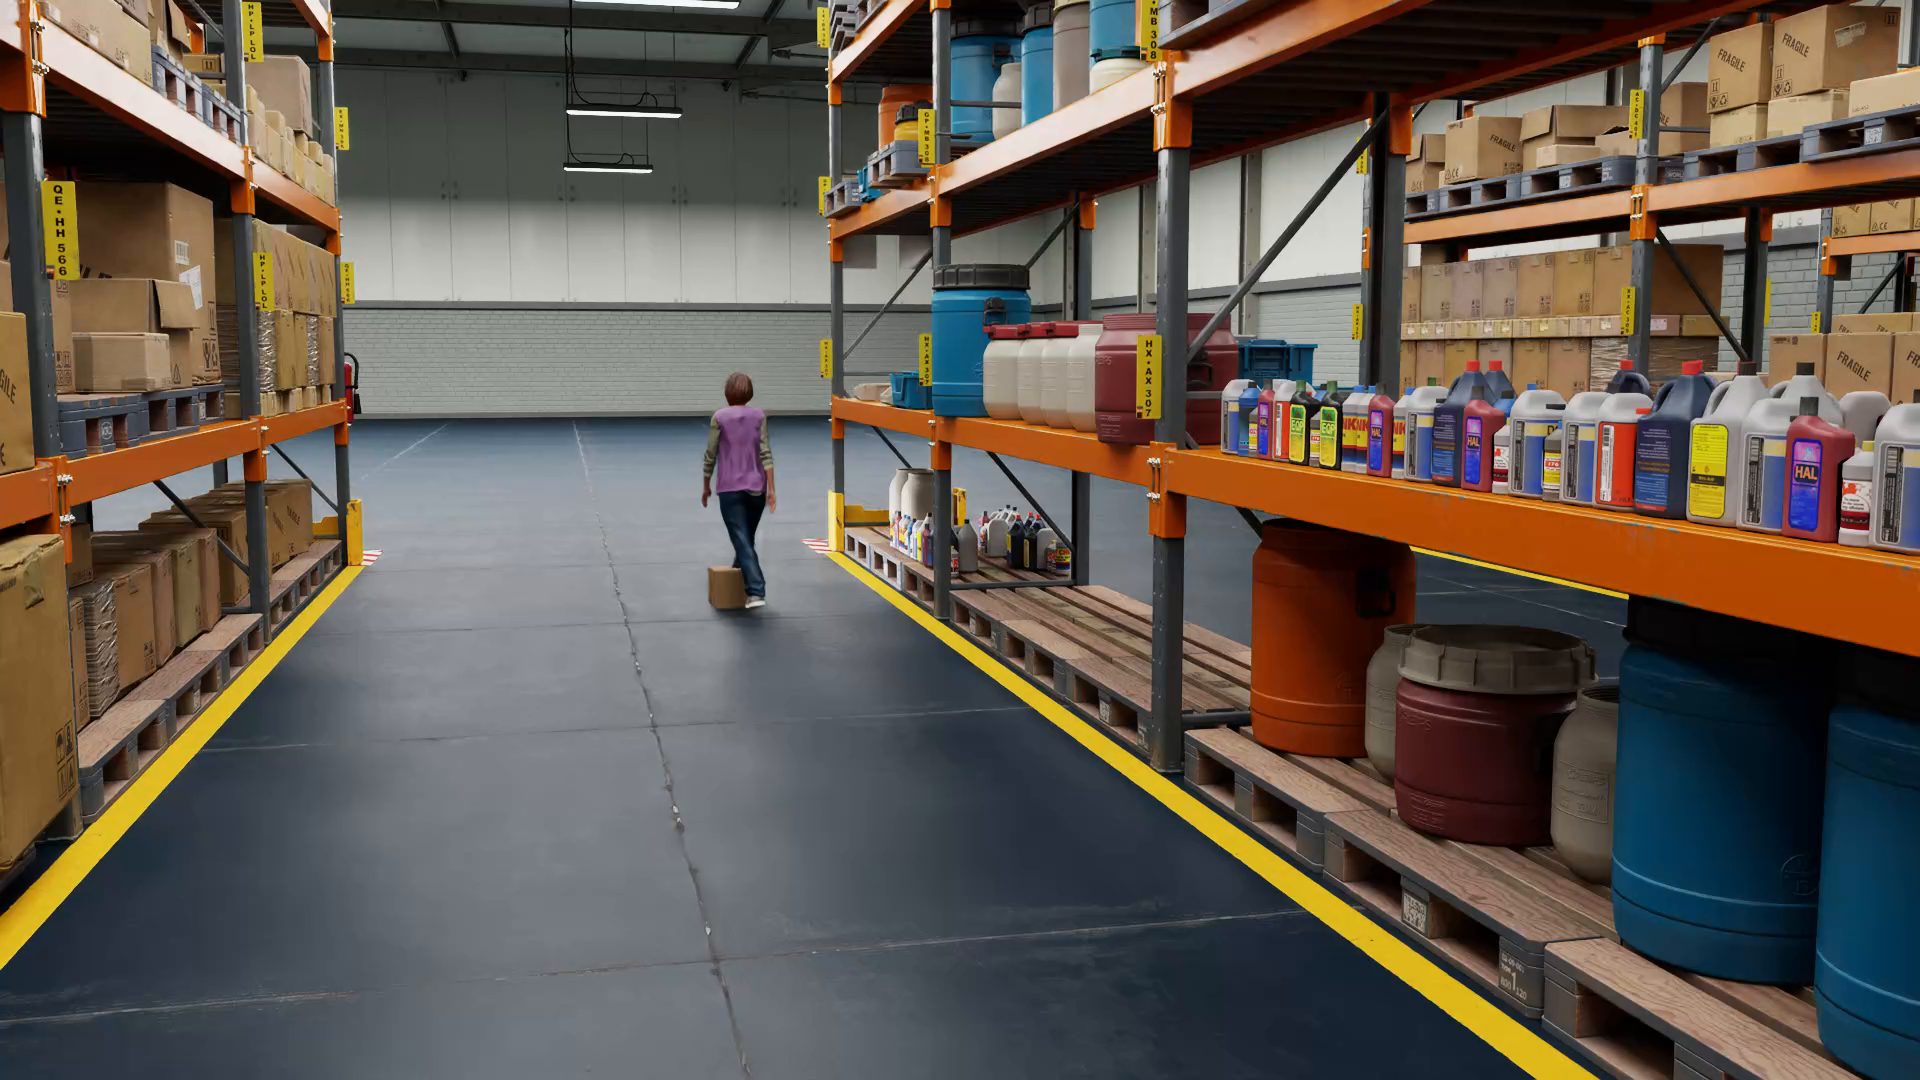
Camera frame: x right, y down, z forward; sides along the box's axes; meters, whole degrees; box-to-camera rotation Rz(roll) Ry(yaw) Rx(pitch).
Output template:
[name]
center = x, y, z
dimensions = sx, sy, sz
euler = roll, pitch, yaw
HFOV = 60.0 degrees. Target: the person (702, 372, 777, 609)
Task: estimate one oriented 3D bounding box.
[person]
center = -1.462, -0.335, 10.876
dimensions = 0.424, 1.524, 1.016
euler = -3, 7, -27
